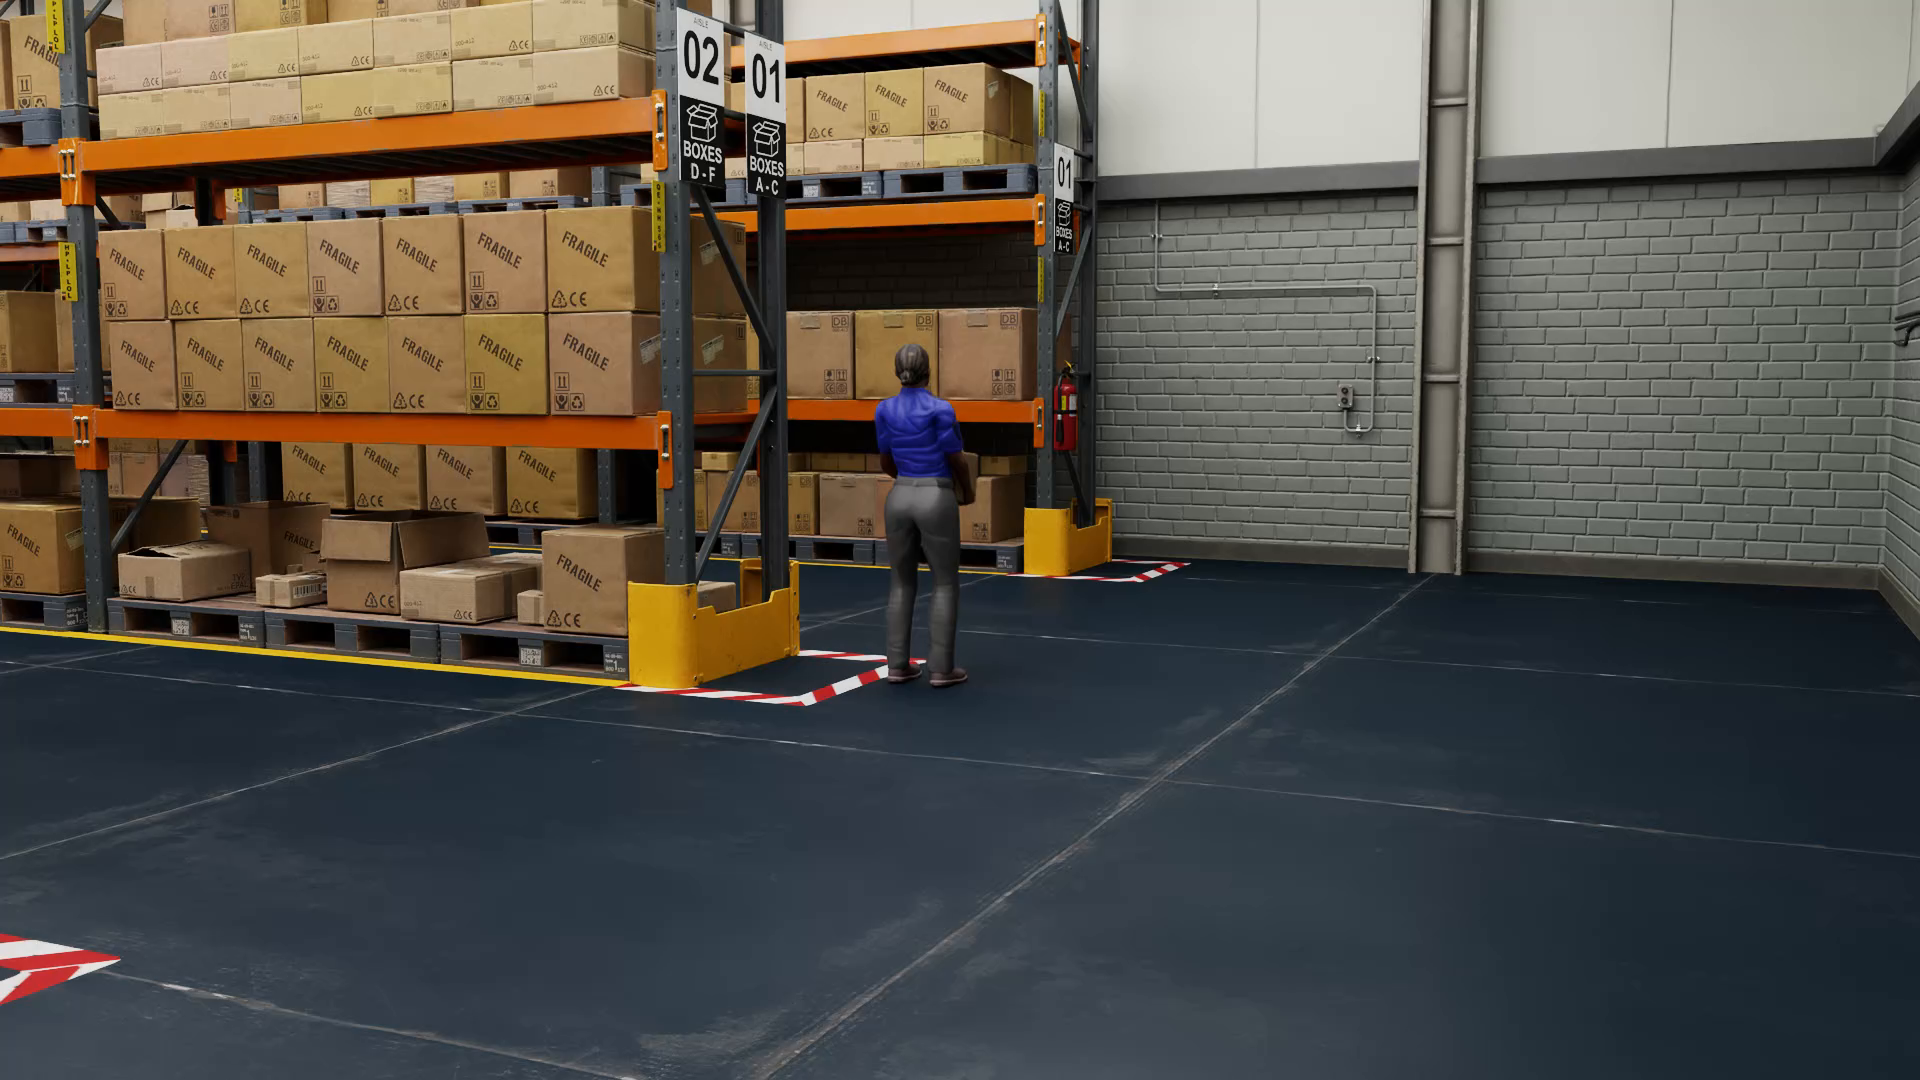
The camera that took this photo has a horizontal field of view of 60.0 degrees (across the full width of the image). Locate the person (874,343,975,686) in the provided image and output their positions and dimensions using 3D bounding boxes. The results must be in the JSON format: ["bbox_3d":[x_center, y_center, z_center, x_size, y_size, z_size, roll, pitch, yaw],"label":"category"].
[{"bbox_3d":[-0.156,-0.130,8.138,0.452,1.649,0.512,2,6,23],"label":"person"}]
